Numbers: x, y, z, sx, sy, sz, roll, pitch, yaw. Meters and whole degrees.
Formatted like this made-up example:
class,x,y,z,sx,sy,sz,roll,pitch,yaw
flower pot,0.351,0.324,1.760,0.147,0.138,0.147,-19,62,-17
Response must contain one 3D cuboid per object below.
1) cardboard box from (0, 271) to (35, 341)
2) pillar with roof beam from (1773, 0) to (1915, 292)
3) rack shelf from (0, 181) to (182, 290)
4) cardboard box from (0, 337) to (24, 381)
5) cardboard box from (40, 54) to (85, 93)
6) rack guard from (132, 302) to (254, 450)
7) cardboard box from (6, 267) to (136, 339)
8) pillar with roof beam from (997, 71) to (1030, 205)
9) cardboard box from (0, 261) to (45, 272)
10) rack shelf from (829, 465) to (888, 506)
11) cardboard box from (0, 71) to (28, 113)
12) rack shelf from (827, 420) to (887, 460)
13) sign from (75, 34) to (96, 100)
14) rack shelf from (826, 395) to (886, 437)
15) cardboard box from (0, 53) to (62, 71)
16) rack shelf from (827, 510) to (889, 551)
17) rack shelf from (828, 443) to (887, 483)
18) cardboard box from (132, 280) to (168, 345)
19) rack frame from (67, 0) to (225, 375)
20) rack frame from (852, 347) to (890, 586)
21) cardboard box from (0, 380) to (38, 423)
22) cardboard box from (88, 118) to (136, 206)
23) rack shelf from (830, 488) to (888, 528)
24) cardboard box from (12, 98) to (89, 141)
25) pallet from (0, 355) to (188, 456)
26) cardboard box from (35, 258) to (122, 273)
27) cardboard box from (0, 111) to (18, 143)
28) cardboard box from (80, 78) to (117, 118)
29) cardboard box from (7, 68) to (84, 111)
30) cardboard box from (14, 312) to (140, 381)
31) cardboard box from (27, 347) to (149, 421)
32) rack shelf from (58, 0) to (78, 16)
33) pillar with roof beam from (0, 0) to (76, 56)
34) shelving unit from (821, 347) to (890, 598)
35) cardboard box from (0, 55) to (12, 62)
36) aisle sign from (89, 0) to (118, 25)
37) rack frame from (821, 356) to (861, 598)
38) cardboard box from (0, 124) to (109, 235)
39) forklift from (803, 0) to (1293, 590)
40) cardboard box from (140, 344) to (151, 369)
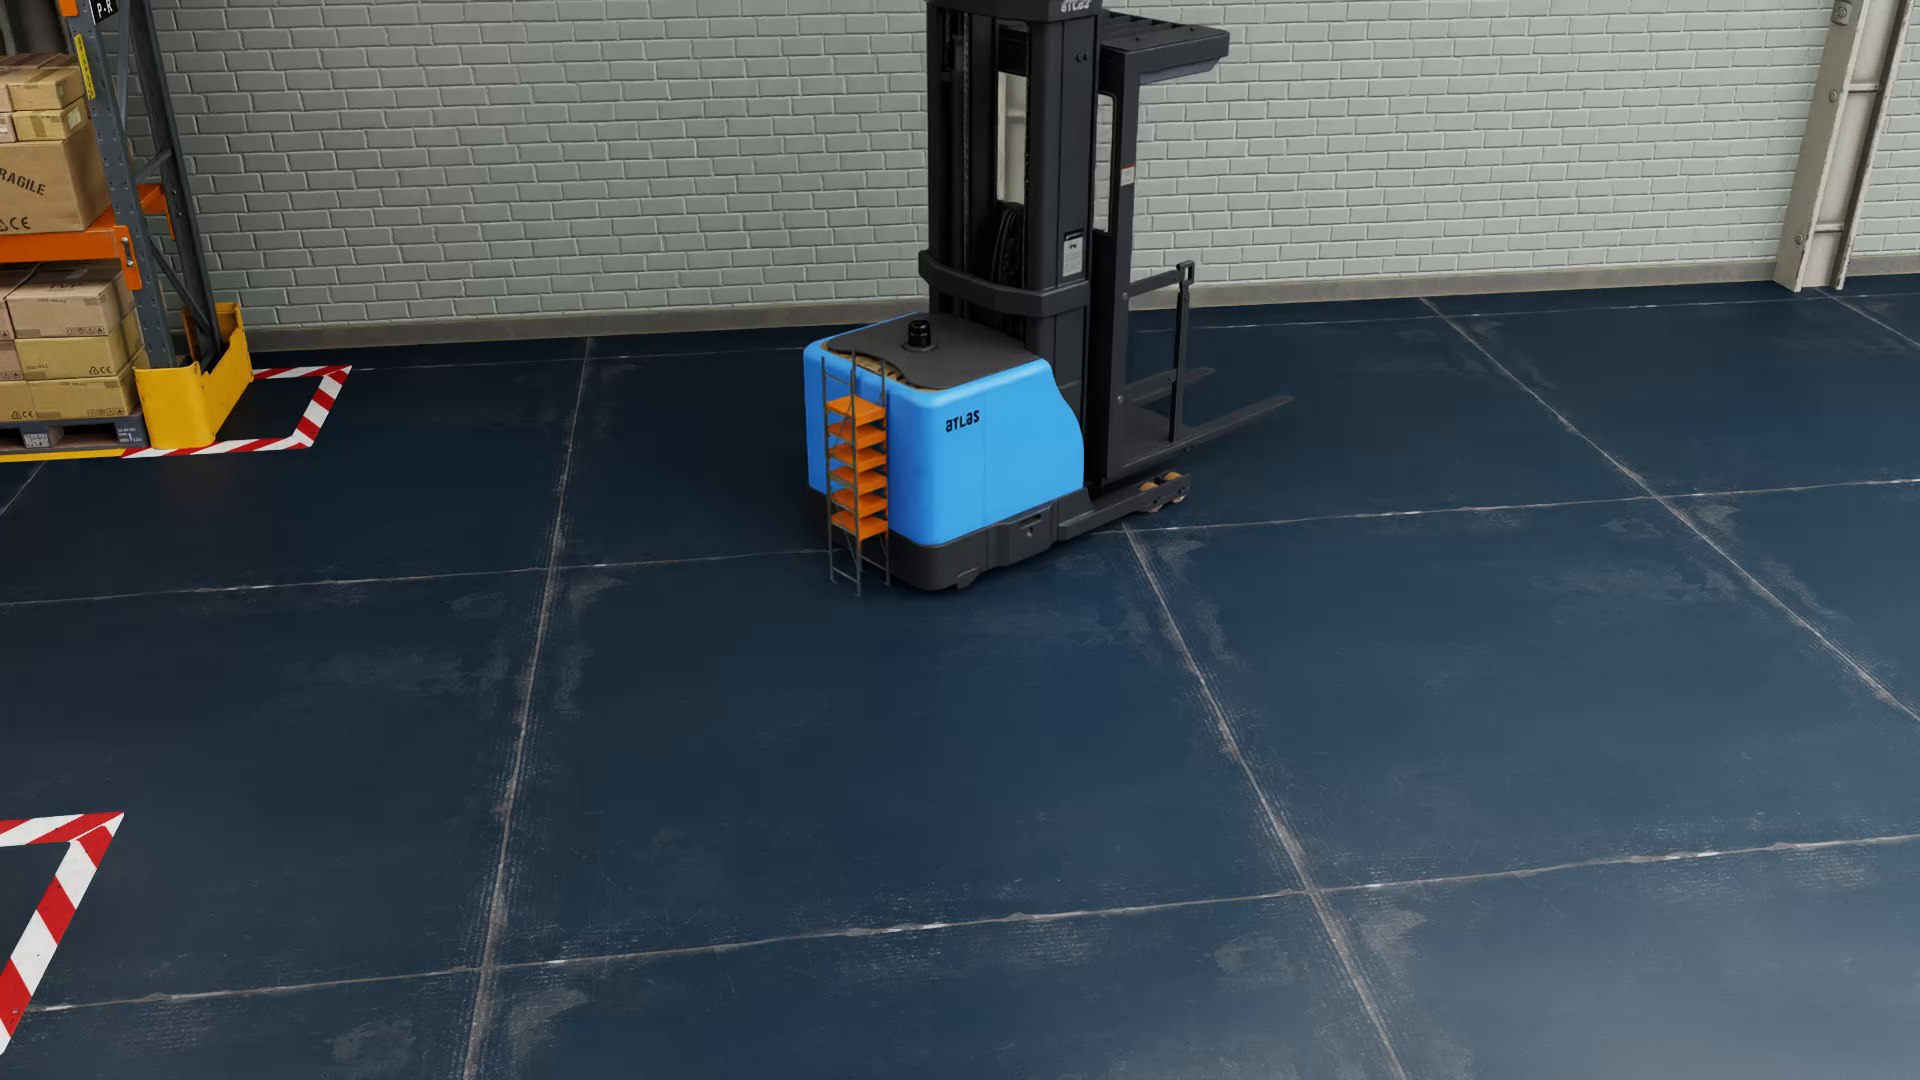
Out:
class,x,y,z,sx,sy,sz,roll,pitch,yaw
cardboard box,-5.621,-1.337,9.527,0.500,0.250,0.500,-3,27,-6
pillar with roof beam,6.964,-3.984,6.656,0.400,9.000,9.100,-4,27,-7
rack shelf,-6.685,-1.687,9.540,4.000,0.370,1.077,-4,27,-7
cardboard box,-5.641,-1.121,9.653,0.500,0.250,0.500,-4,27,-8
cardboard box,-5.066,-2.675,9.531,0.250,0.149,0.380,-4,27,-8
rack guard,-4.680,-1.024,10.197,0.348,0.500,1.175,-4,27,-7
cardboard box,-5.117,-1.372,9.595,0.500,0.250,0.500,-3,27,-5
pillar with roof beam,1.022,-3.602,5.913,0.400,9.000,9.100,-4,27,-7
cardboard box,-5.701,-1.564,9.969,0.500,0.250,0.500,-4,27,-7
rack shelf,-0.502,-0.277,8.073,0.180,0.103,0.258,-22,34,-36
cardboard box,-5.269,-2.452,9.097,0.250,0.149,0.380,-4,27,-7
rack shelf,-0.502,-0.490,7.963,0.180,0.103,0.258,-22,34,-36
sign,-4.642,-2.509,8.825,0.005,0.325,0.100,-4,27,-7
rack shelf,-0.502,-0.597,7.908,0.180,0.103,0.258,-22,34,-36
cardboard box,-5.338,-2.686,9.554,0.250,0.149,0.380,-3,27,-5
rack shelf,-0.502,-0.063,8.182,0.180,0.103,0.258,-22,34,-36
rack shelf,-0.502,-0.384,8.018,0.180,0.103,0.258,-22,34,-36
cardboard box,-5.199,-1.384,10.166,0.500,0.250,0.500,-3,27,-6
rack frame,-4.704,-2.134,9.624,0.127,3.000,1.000,-4,27,-7
rack frame,-0.433,-0.344,8.106,0.006,1.200,0.240,-22,34,-36
cardboard box,-5.619,-0.898,9.766,0.500,0.250,0.500,-4,27,-7
cardboard box,-5.233,-2.273,9.784,0.500,0.500,0.500,-3,27,-5
rack shelf,-0.502,-0.170,8.127,0.180,0.103,0.258,-22,34,-36
cardboard box,-5.008,-2.319,9.163,0.250,0.149,0.380,-3,27,-6
pallet,-5.455,-0.826,10.128,1.213,0.211,1.003,-4,27,-7
cardboard box,-5.206,-1.598,10.034,0.500,0.250,0.500,-4,27,-8
cardboard box,-5.257,-2.289,9.105,0.250,0.149,0.380,-3,27,-6
cardboard box,-5.076,-2.563,9.639,0.250,0.149,0.380,-4,27,-8
cardboard box,-5.029,-2.482,9.155,0.250,0.149,0.380,-4,27,-7
cardboard box,-5.142,-1.148,9.706,0.500,0.250,0.500,-4,27,-8
cardboard box,-5.125,-0.925,9.819,0.500,0.250,0.500,-3,27,-7
rack shelf,-6.685,-3.021,8.855,4.000,0.370,1.077,-4,27,-7
pillar with roof beam,-4.919,-3.220,5.169,0.400,9.000,9.100,-4,27,-7
shelving unit,-0.502,-0.316,8.052,0.189,1.200,0.258,-22,34,-36
cardboard box,-5.590,-2.650,9.483,0.250,0.149,0.380,-3,27,-6
aisle sign,-4.598,-3.162,8.780,0.004,0.787,0.394,-4,27,-7
rack frame,-0.570,-0.289,7.998,0.006,1.200,0.240,-22,34,-36
cardboard box,-5.155,-2.029,9.308,0.500,0.500,0.500,-4,27,-8
forklift,0.636,-1.610,8.678,3.031,2.935,1.130,-22,34,-36
cardboard box,-5.218,-1.155,10.267,0.500,0.250,0.500,-4,27,-7
